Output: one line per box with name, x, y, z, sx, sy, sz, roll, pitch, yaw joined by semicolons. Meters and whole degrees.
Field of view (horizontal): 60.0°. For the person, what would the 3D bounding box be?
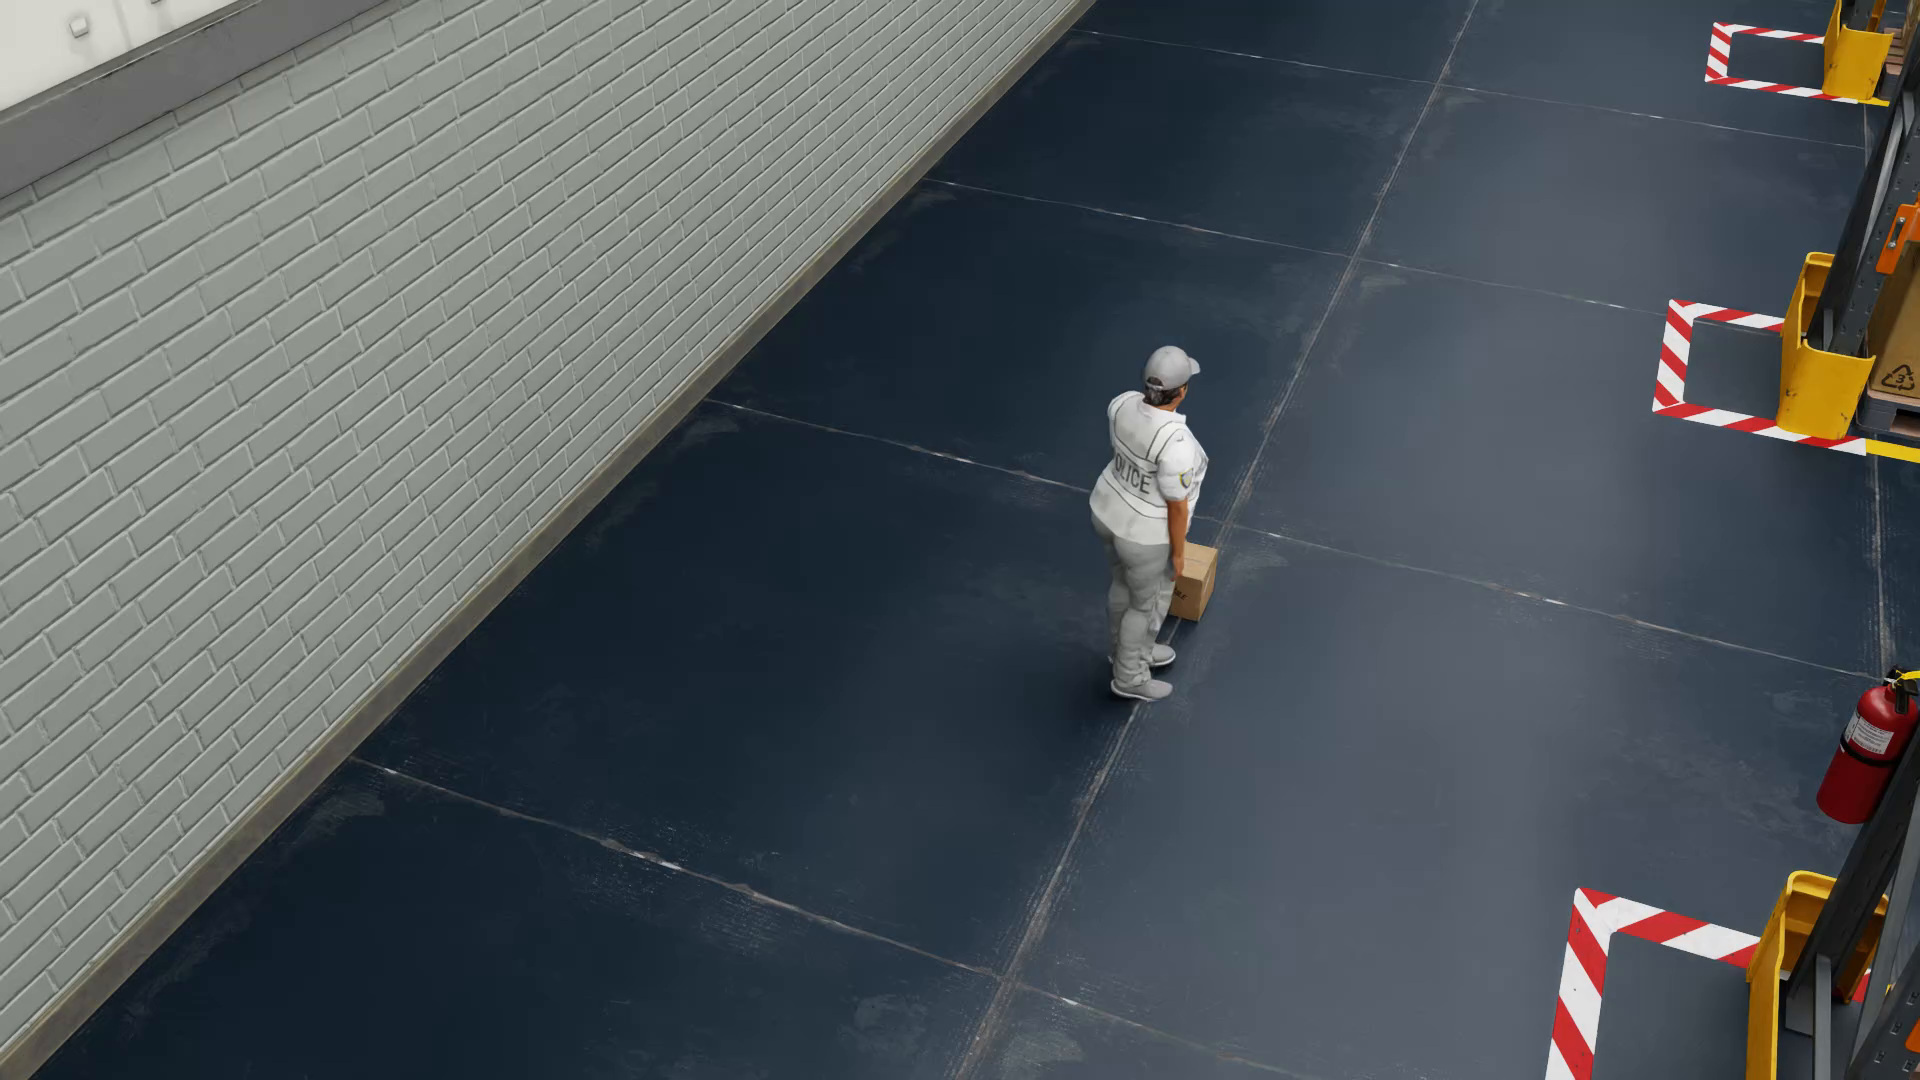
person;0.774;-0.045;6.884;0.427;1.715;0.491;-18;41;-21
